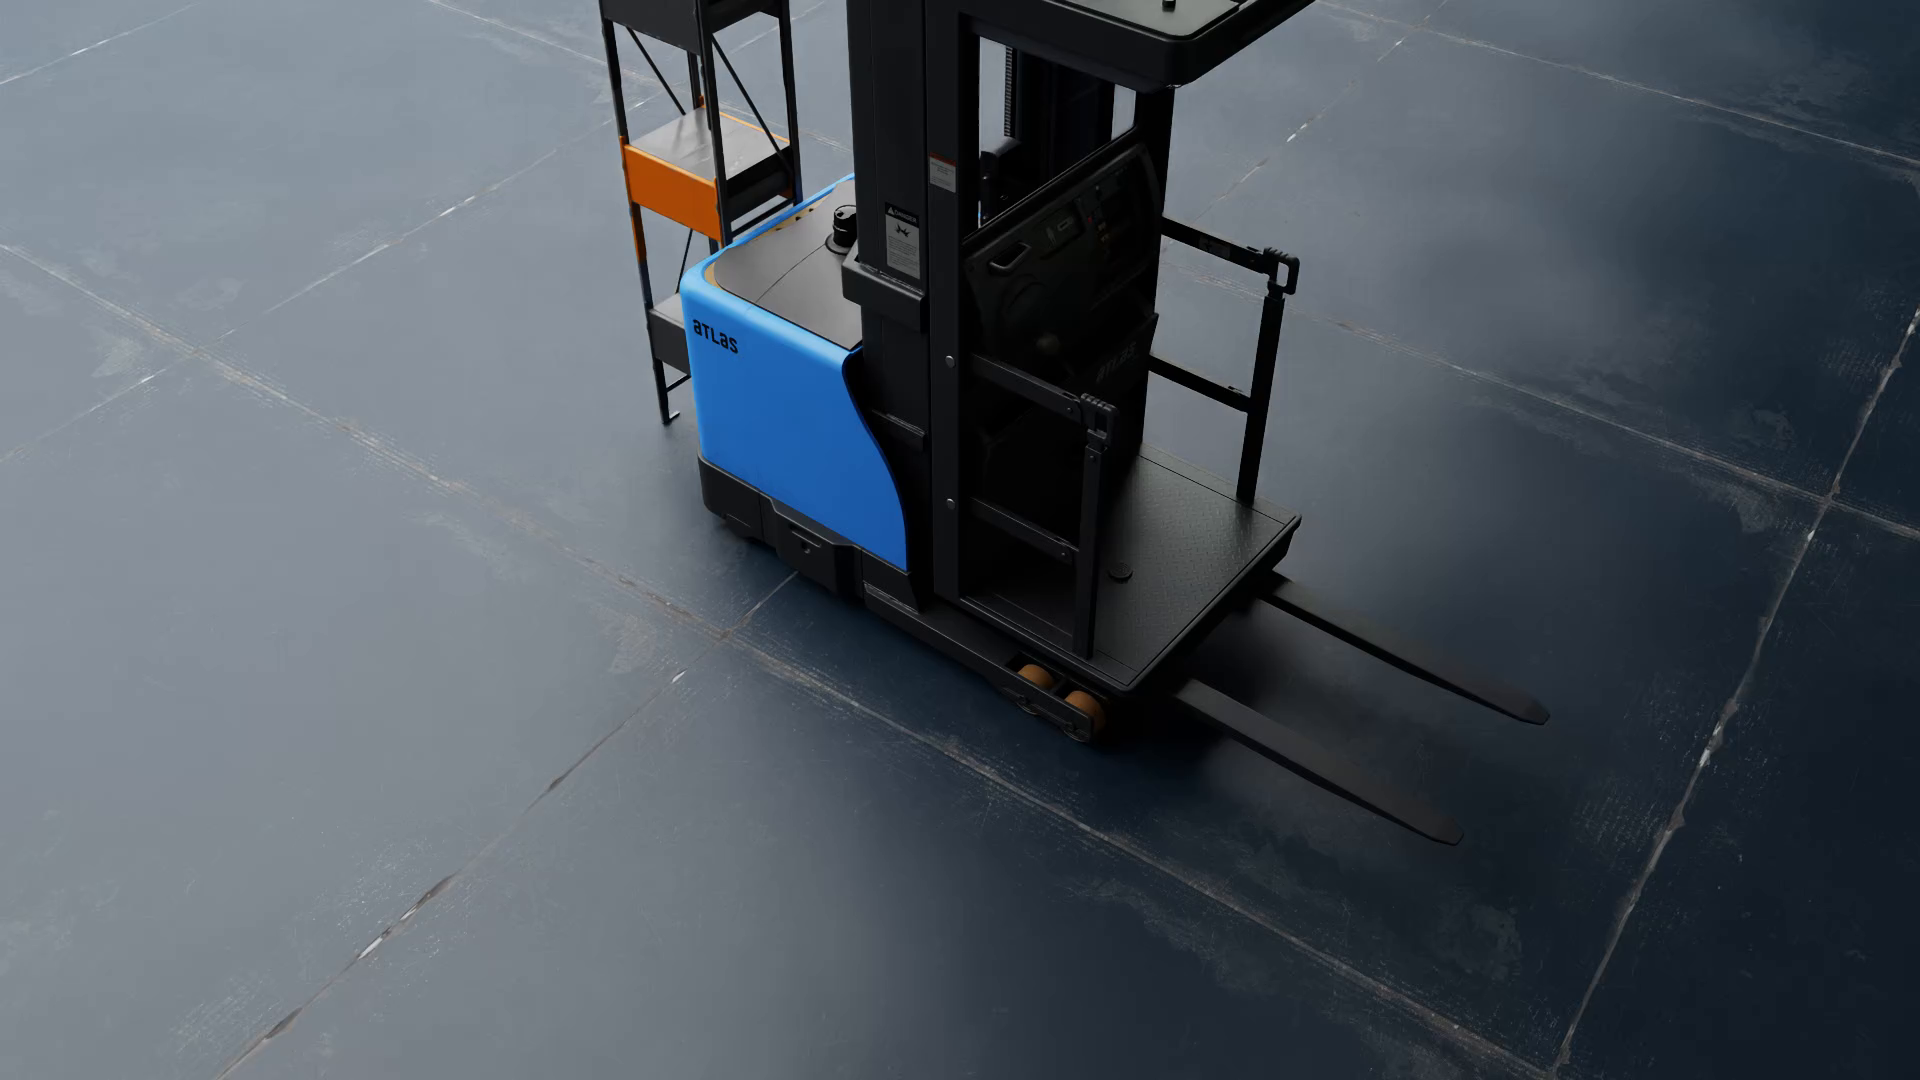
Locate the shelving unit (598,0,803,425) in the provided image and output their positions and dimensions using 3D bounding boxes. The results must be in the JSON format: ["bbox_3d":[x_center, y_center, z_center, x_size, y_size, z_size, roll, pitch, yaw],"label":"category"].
[{"bbox_3d":[-0.896,-1.258,6.081,0.503,2.100,0.431,28,49,28],"label":"shelving unit"}]

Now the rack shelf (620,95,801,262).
[{"bbox_3d":[-0.896,-1.248,6.090,0.480,0.518,0.431,28,49,28],"label":"rack shelf"}]

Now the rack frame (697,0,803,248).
[{"bbox_3d":[-0.705,-1.156,5.967,0.015,2.100,0.400,28,49,28],"label":"rack frame"}]

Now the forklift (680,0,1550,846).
[{"bbox_3d":[0.492,-0.829,4.979,3.031,2.935,1.130,28,49,28],"label":"forklift"}]

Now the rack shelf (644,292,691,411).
[{"bbox_3d":[-0.896,-0.726,6.557,0.480,0.518,0.431,28,49,28],"label":"rack shelf"}]

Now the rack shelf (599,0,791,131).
[{"bbox_3d":[-0.896,-1.769,5.623,0.480,0.518,0.431,28,49,28],"label":"rack shelf"}]

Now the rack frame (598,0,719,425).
[{"bbox_3d":[-1.086,-1.359,6.195,0.015,2.100,0.400,28,49,28],"label":"rack frame"}]
